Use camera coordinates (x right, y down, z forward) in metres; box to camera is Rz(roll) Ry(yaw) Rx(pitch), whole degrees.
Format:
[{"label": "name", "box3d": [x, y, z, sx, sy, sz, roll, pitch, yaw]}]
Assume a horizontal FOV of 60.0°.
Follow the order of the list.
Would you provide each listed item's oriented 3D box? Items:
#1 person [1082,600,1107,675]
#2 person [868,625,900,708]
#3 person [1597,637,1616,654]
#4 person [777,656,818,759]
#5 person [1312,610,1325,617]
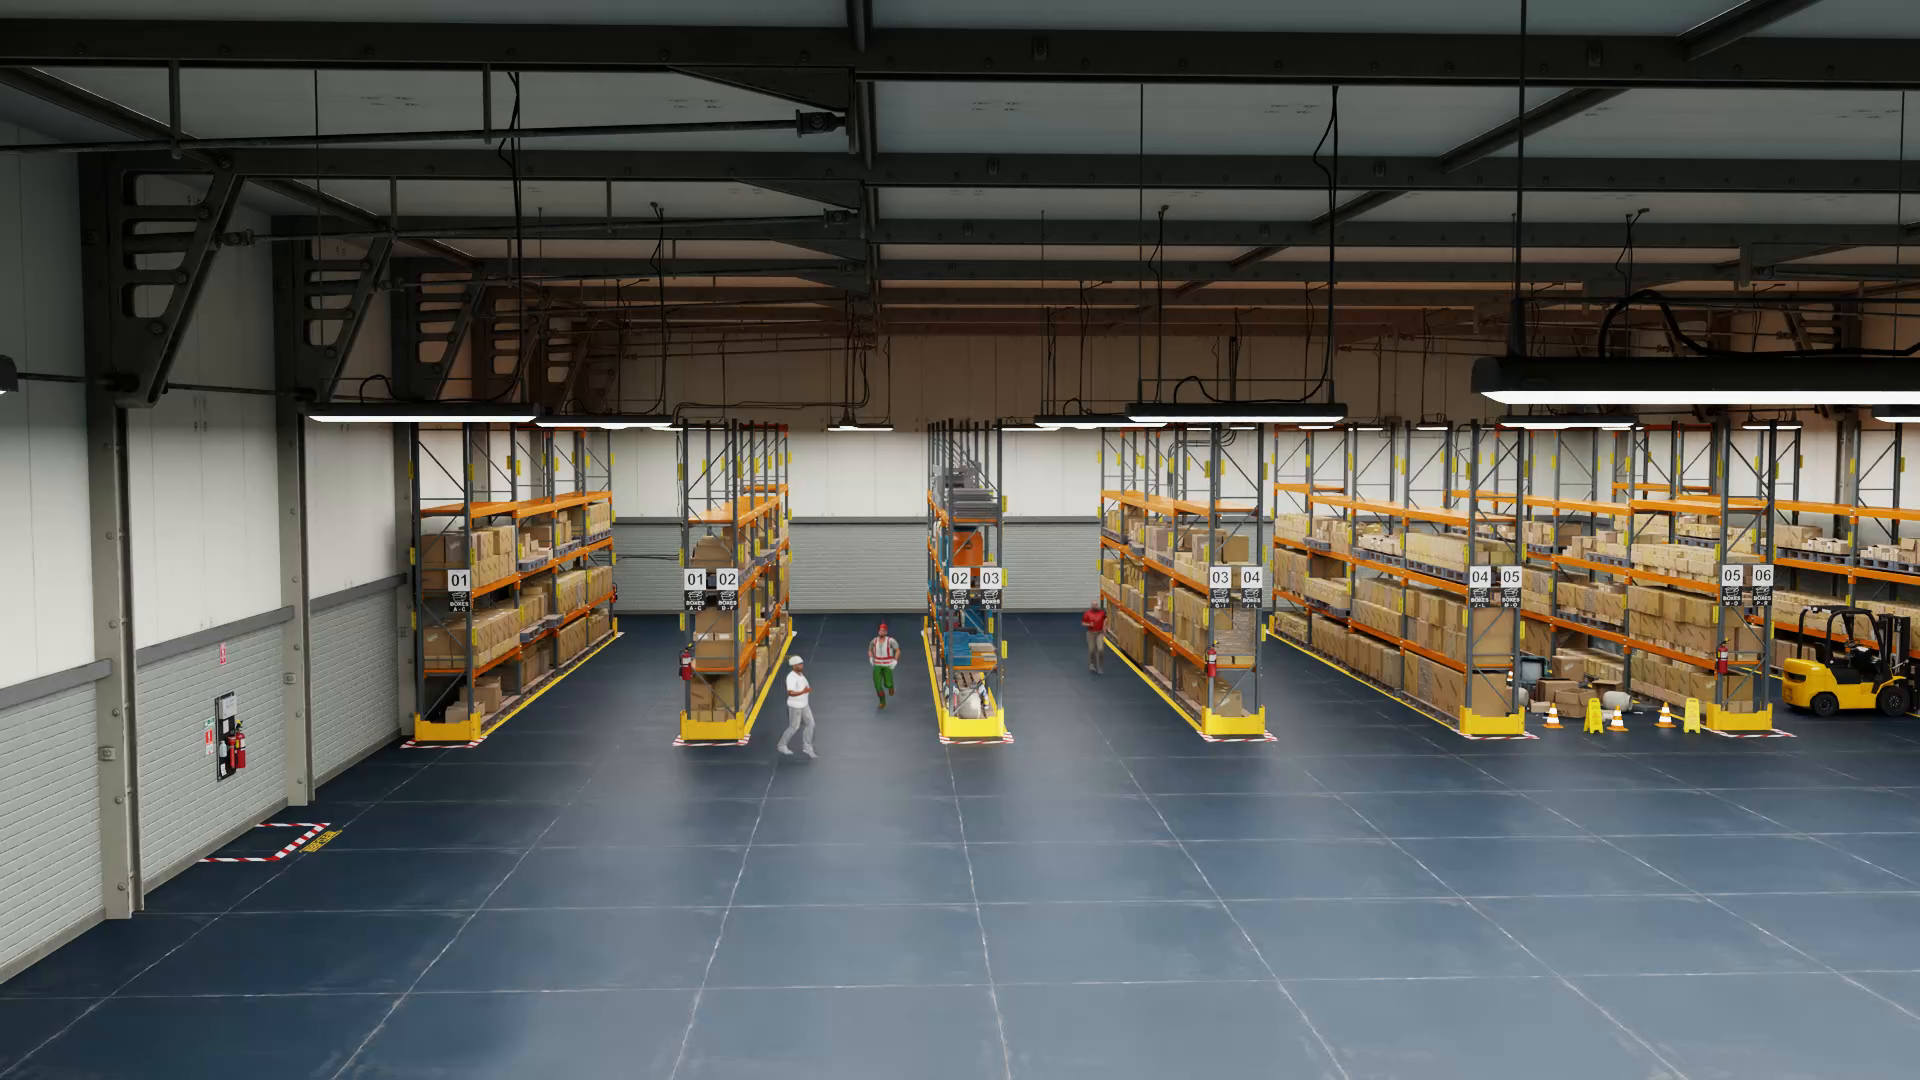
[{"label": "person", "box3d": [3.225, 2.333, 39.763, 0.640, 1.800, 0.795, 0, 4, -1]}, {"label": "person", "box3d": [-1.602, 2.630, 34.874, 0.688, 1.735, 0.670, 1, 4, 9]}, {"label": "person", "box3d": [16.268, 2.190, 41.838, 0.596, 1.740, 0.720, 0, 4, -7]}, {"label": "person", "box3d": [-2.866, 2.954, 29.328, 0.738, 1.823, 0.677, 1, 4, 20]}, {"label": "person", "box3d": [10.748, 1.723, 49.596, 0.578, 1.645, 0.616, -2, 4, -23]}]
